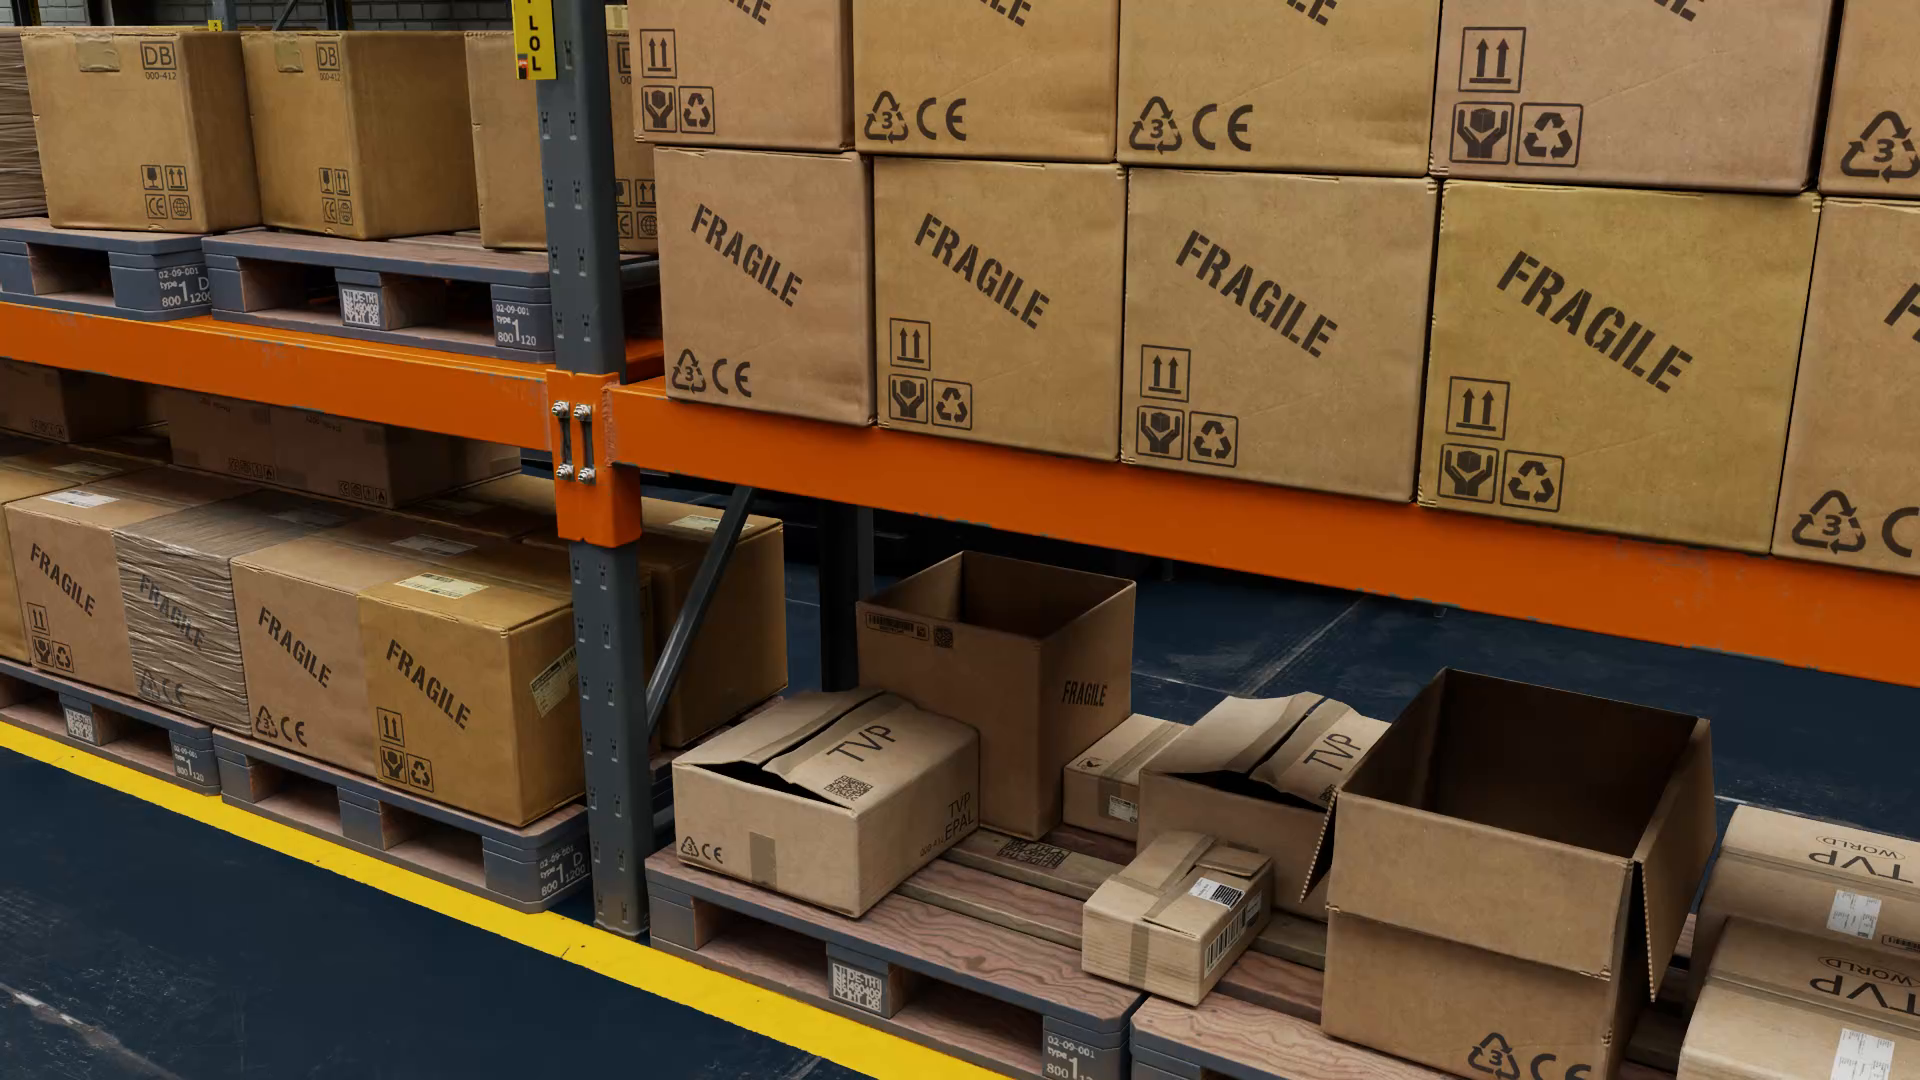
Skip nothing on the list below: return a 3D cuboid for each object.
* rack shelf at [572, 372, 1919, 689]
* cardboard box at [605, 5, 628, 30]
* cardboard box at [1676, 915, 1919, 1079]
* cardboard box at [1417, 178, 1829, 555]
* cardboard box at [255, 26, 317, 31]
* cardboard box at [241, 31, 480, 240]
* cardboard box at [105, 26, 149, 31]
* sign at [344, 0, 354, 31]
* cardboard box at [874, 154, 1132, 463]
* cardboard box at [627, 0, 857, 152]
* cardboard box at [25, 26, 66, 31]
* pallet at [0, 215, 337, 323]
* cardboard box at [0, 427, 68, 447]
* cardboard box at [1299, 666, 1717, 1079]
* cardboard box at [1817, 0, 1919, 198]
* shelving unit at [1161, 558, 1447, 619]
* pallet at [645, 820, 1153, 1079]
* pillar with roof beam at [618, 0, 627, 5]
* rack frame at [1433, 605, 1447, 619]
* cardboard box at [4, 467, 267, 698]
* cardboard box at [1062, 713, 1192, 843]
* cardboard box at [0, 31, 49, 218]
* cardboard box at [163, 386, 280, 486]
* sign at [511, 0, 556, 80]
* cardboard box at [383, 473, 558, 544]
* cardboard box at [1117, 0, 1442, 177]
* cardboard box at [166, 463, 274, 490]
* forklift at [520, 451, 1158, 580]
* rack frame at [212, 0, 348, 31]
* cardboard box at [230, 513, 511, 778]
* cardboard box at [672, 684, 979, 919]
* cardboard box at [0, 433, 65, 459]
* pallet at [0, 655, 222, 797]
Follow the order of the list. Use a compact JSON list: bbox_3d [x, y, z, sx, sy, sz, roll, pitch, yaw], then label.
[{"bbox_3d":[1.163,0.006,2.938,4.000,0.370,1.077,10,20,30],"label":"rack shelf"},{"bbox_3d":[-1.952,-3.137,10.003,0.250,0.149,0.380,7,18,21],"label":"cardboard box"},{"bbox_3d":[1.481,0.898,2.739,0.500,0.250,0.500,10,20,30],"label":"cardboard box"},{"bbox_3d":[1.047,-0.314,2.583,0.500,0.500,0.500,10,19,29],"label":"cardboard box"},{"bbox_3d":[-5.060,-3.506,12.197,0.500,0.500,0.500,10,19,29],"label":"cardboard box"},{"bbox_3d":[-1.447,-1.107,4.471,0.500,0.500,0.700,14,22,39],"label":"cardboard box"},{"bbox_3d":[-5.762,-3.453,12.021,0.500,0.500,0.500,10,20,30],"label":"cardboard box"},{"bbox_3d":[-4.482,-3.779,12.167,0.005,0.325,0.100,10,20,30],"label":"sign"},{"bbox_3d":[0.188,-0.468,3.089,0.500,0.500,0.500,11,20,31],"label":"cardboard box"},{"bbox_3d":[-0.287,-1.027,3.209,0.500,0.500,0.500,11,20,31],"label":"cardboard box"},{"bbox_3d":[-6.629,-3.611,12.542,0.500,0.500,0.500,11,20,32],"label":"cardboard box"},{"bbox_3d":[-2.290,-0.864,4.895,1.213,0.211,1.003,10,20,30],"label":"pallet"},{"bbox_3d":[-3.030,-0.181,5.860,0.500,0.500,0.500,11,20,32],"label":"cardboard box"},{"bbox_3d":[1.062,0.626,3.197,0.637,0.503,0.797,10,20,30],"label":"cardboard box"},{"bbox_3d":[1.469,-0.714,2.178,0.500,0.500,0.500,11,20,32],"label":"cardboard box"},{"bbox_3d":[1.351,-0.385,6.213,1.048,1.125,0.538,7,18,23],"label":"shelving unit"},{"bbox_3d":[0.043,0.797,3.895,1.213,0.211,1.003,10,20,30],"label":"pallet"},{"bbox_3d":[-4.269,-4.694,6.853,0.400,9.000,9.100,10,20,30],"label":"pillar with roof beam"},{"bbox_3d":[1.814,-0.324,6.013,0.032,1.125,0.500,7,18,23],"label":"rack frame"},{"bbox_3d":[-2.390,0.109,4.906,0.500,0.500,0.500,9,19,28],"label":"cardboard box"},{"bbox_3d":[0.443,0.570,3.992,0.250,0.149,0.380,10,20,30],"label":"cardboard box"},{"bbox_3d":[-2.675,-1.245,4.925,0.500,0.500,0.700,15,22,40],"label":"cardboard box"},{"bbox_3d":[-2.106,-0.378,5.217,0.500,0.250,0.500,10,19,29],"label":"cardboard box"},{"bbox_3d":[-0.829,-1.058,3.212,0.005,0.325,0.100,10,20,30],"label":"sign"},{"bbox_3d":[-1.287,0.131,4.833,0.500,0.500,0.500,10,20,31],"label":"cardboard box"},{"bbox_3d":[0.590,-0.870,2.694,0.500,0.500,0.500,9,19,28],"label":"cardboard box"},{"bbox_3d":[-2.139,-0.024,5.343,0.500,0.500,0.500,9,19,28],"label":"cardboard box"},{"bbox_3d":[-0.572,-1.477,6.700,3.031,2.935,1.130,7,18,23],"label":"forklift"},{"bbox_3d":[-4.769,-3.087,11.881,0.127,3.000,1.000,10,20,30],"label":"rack frame"},{"bbox_3d":[-1.529,0.262,4.402,0.500,0.500,0.500,10,20,30],"label":"cardboard box"},{"bbox_3d":[-0.297,0.551,3.775,0.500,0.311,0.500,10,20,30],"label":"cardboard box"},{"bbox_3d":[-3.263,-0.047,5.418,0.500,0.500,0.500,9,19,28],"label":"cardboard box"},{"bbox_3d":[-2.298,0.392,5.226,1.213,0.211,1.003,10,20,30],"label":"pallet"}]
